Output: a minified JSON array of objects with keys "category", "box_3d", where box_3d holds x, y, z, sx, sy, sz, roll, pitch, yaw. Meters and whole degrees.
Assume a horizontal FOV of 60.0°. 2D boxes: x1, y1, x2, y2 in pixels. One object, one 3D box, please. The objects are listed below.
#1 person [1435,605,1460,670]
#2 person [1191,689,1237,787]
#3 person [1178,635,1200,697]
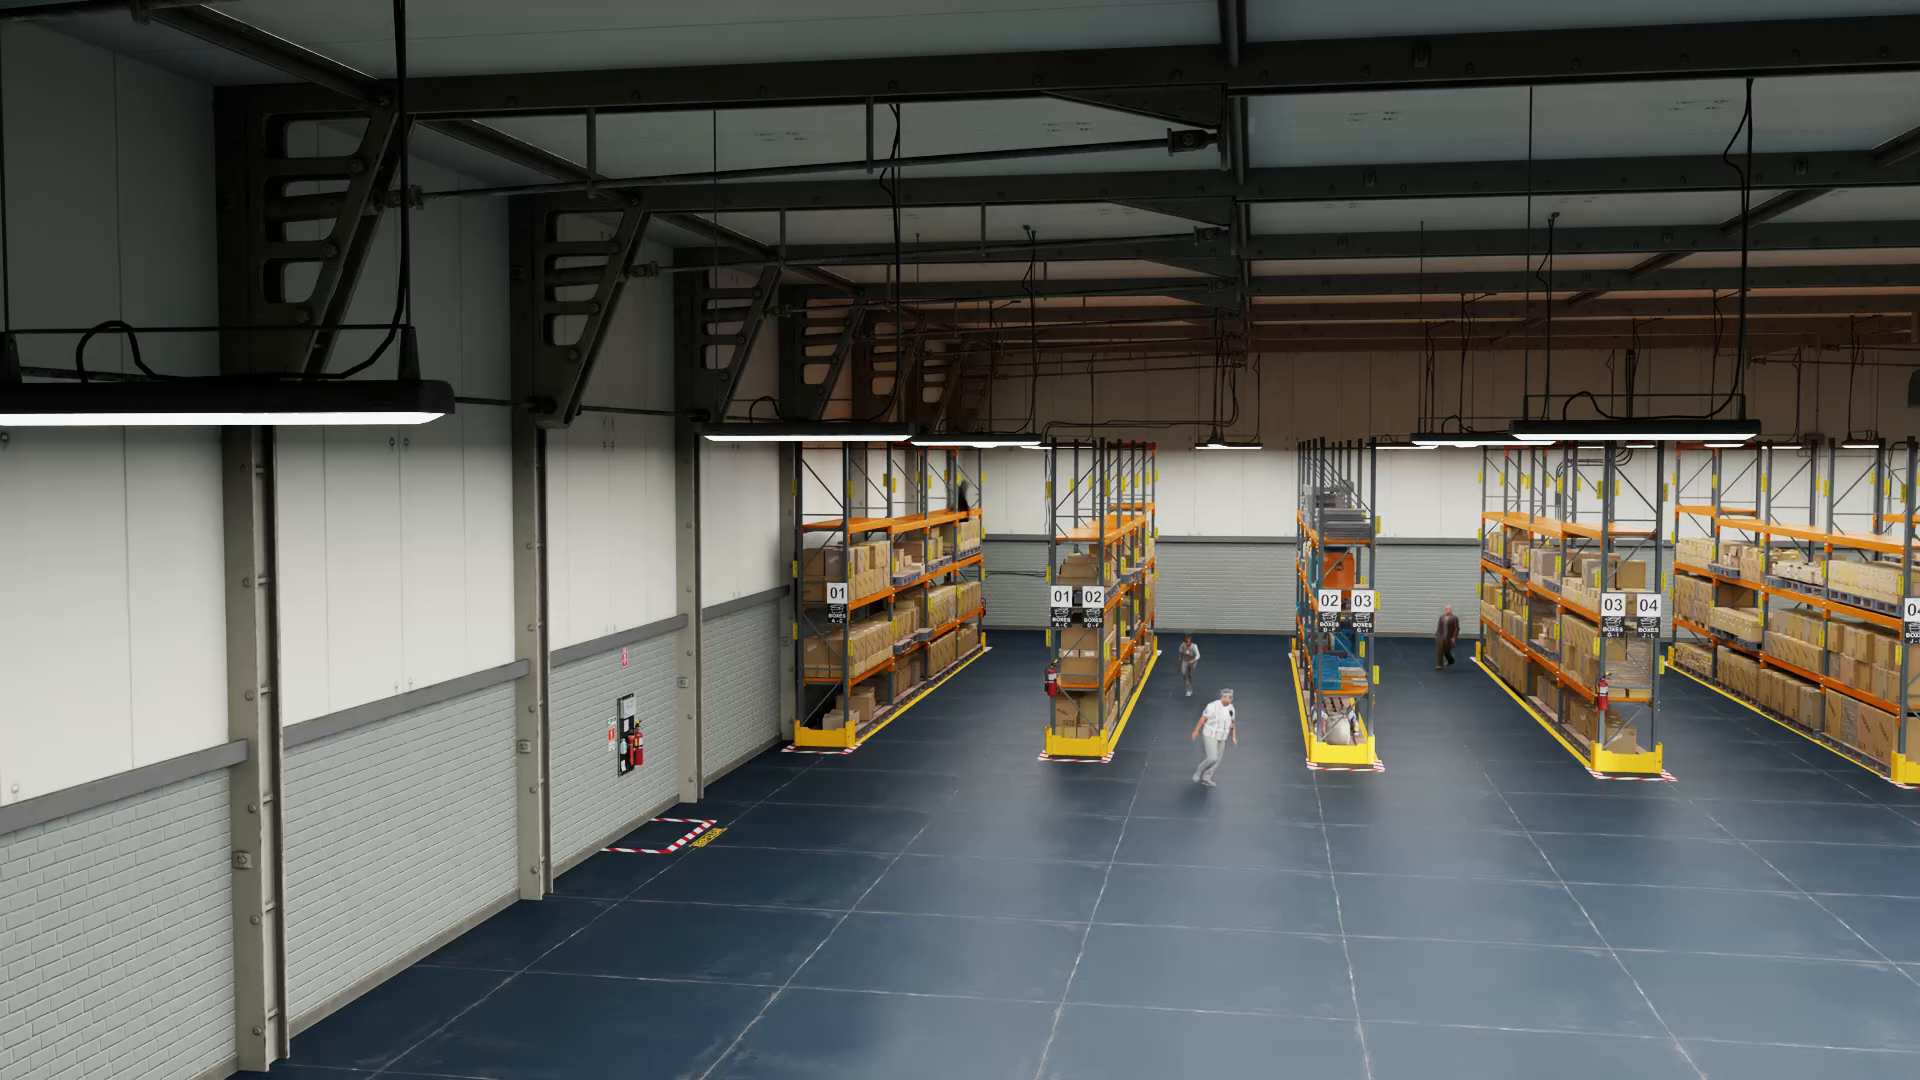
[{"category":"person","box_3d":[12.778,2.559,43.616,0.714,1.715,0.876,3,4,40]},{"category":"person","box_3d":[4.360,3.373,28.406,0.692,1.701,0.584,-2,4,-32]},{"category":"person","box_3d":[5.405,2.923,39.111,0.548,1.426,0.968,1,3,16]}]
